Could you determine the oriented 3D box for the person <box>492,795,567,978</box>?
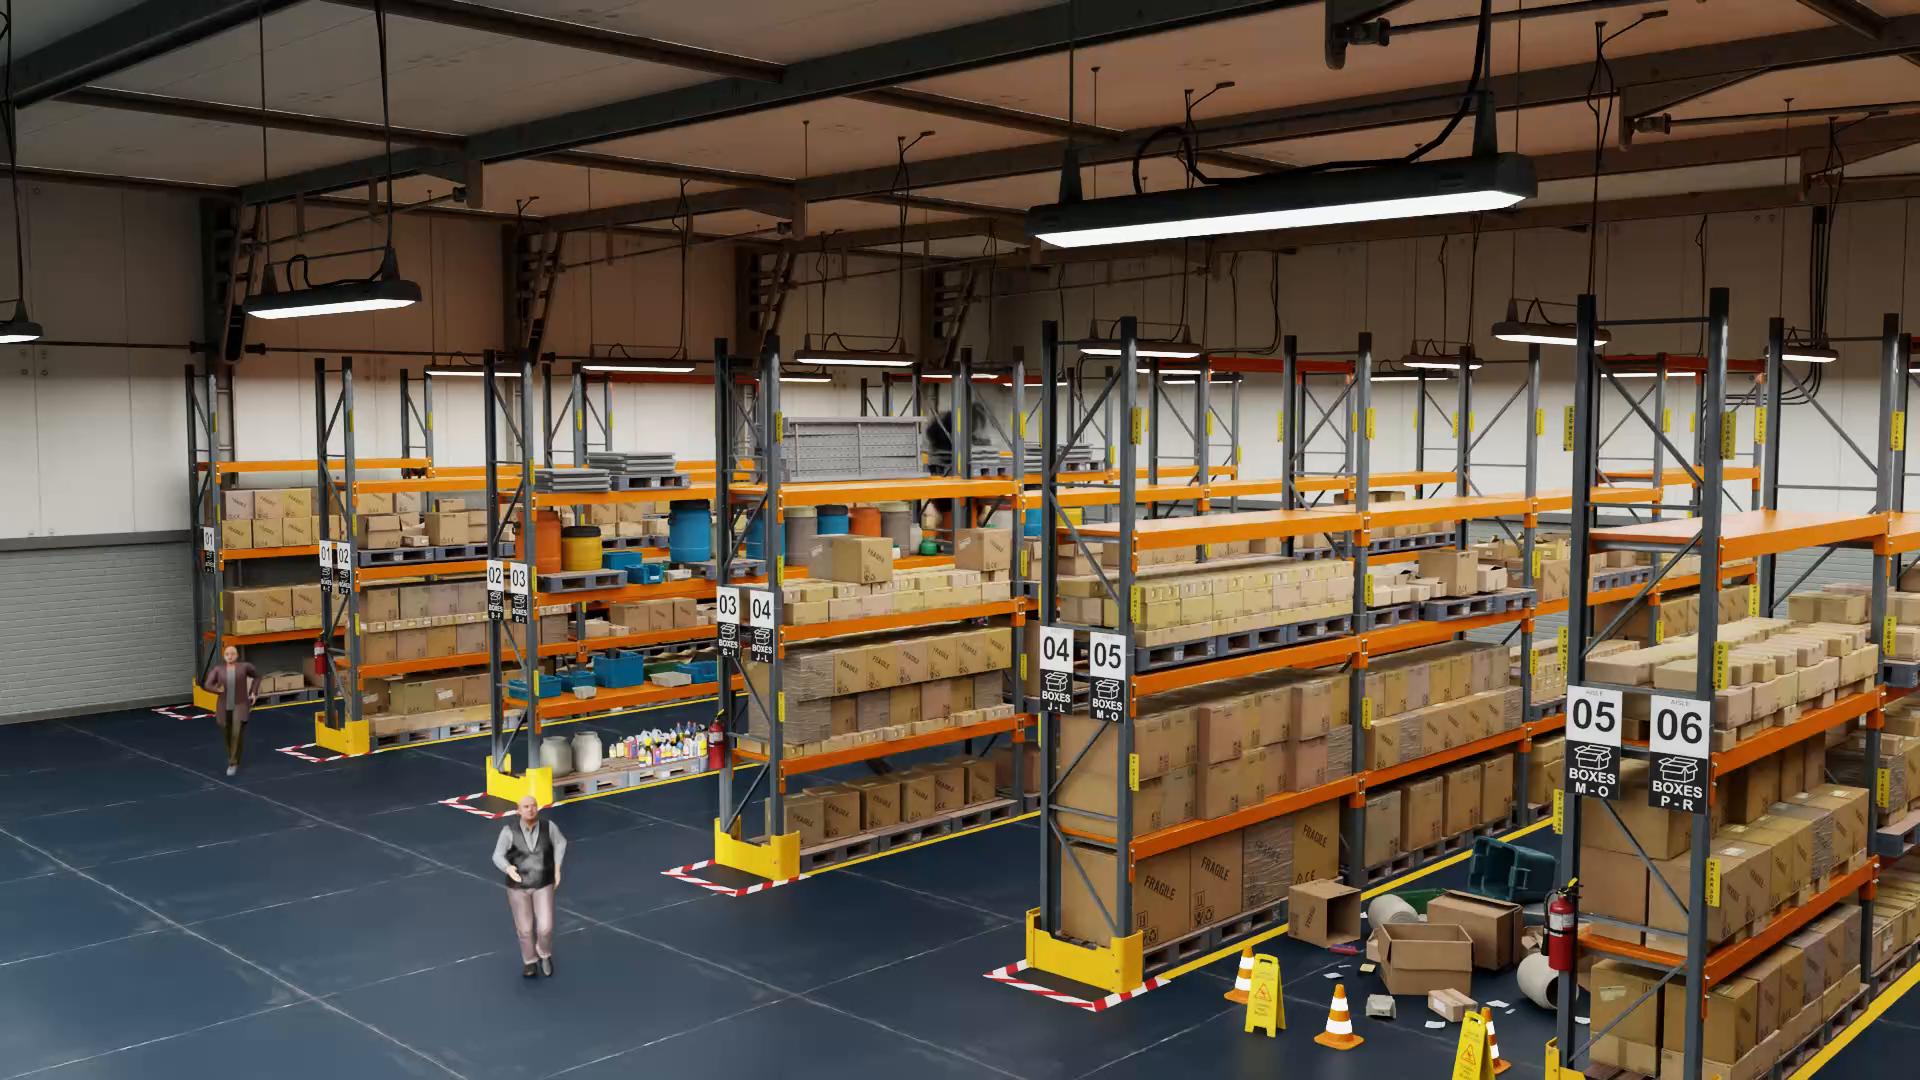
[{"bbox_3d":[-3.894,3.158,15.082,0.661,1.693,0.639,-1,5,-15],"label":"person"}]

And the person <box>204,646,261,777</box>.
[{"bbox_3d":[-10.457,2.421,23.890,0.706,1.805,0.934,-1,4,-10],"label":"person"}]

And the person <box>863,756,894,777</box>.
[{"bbox_3d":[-1.116,2.626,22.418,0.758,1.604,0.610,-4,6,-44],"label":"person"}]
